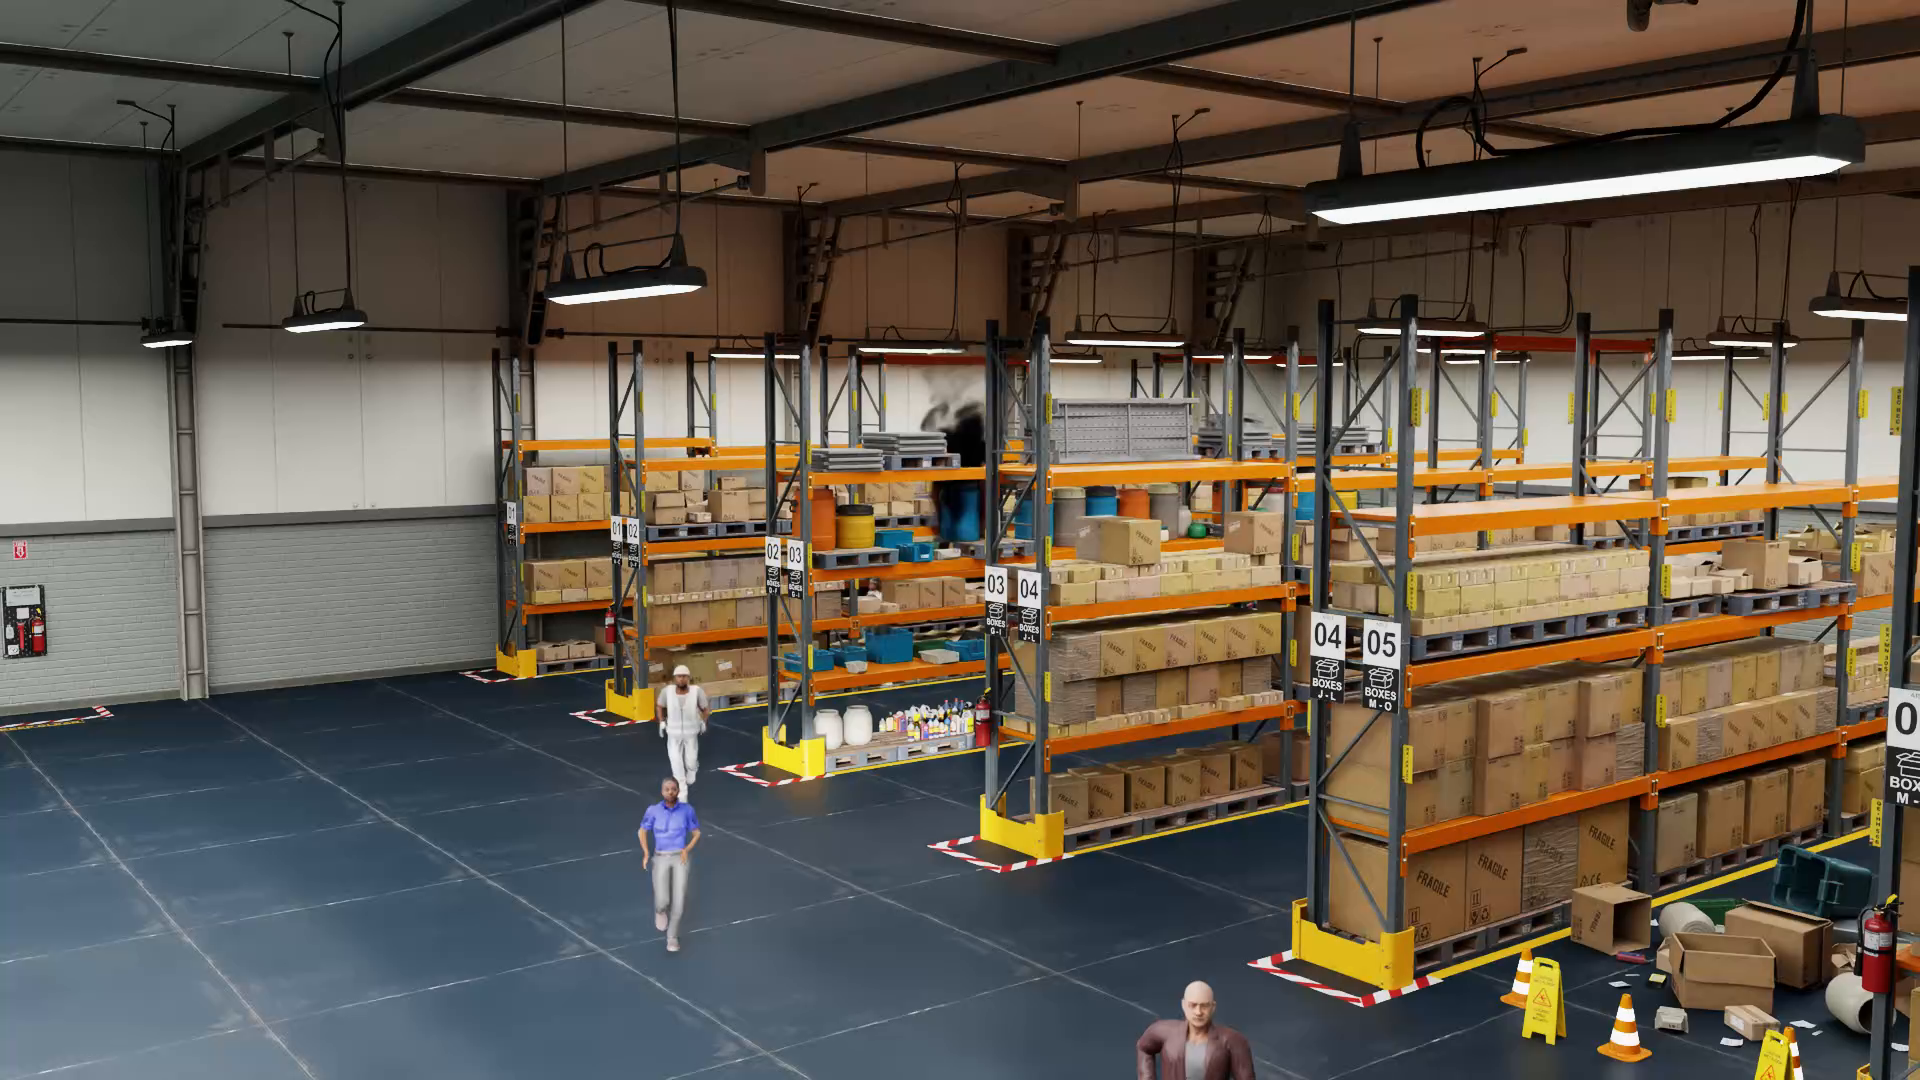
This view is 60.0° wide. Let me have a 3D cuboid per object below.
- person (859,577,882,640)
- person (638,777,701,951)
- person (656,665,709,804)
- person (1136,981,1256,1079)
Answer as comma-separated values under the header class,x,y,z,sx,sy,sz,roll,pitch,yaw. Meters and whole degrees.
class,x,y,z,sx,sy,sz,roll,pitch,yaw
person,-1.719,1.527,32.017,0.545,1.653,0.615,-5,7,-43
person,-2.697,3.010,15.497,0.575,1.611,0.559,-1,5,-12
person,-3.534,2.441,21.186,0.657,1.746,0.817,-1,5,-7
person,1.349,3.433,9.533,0.677,1.837,0.869,0,5,5
